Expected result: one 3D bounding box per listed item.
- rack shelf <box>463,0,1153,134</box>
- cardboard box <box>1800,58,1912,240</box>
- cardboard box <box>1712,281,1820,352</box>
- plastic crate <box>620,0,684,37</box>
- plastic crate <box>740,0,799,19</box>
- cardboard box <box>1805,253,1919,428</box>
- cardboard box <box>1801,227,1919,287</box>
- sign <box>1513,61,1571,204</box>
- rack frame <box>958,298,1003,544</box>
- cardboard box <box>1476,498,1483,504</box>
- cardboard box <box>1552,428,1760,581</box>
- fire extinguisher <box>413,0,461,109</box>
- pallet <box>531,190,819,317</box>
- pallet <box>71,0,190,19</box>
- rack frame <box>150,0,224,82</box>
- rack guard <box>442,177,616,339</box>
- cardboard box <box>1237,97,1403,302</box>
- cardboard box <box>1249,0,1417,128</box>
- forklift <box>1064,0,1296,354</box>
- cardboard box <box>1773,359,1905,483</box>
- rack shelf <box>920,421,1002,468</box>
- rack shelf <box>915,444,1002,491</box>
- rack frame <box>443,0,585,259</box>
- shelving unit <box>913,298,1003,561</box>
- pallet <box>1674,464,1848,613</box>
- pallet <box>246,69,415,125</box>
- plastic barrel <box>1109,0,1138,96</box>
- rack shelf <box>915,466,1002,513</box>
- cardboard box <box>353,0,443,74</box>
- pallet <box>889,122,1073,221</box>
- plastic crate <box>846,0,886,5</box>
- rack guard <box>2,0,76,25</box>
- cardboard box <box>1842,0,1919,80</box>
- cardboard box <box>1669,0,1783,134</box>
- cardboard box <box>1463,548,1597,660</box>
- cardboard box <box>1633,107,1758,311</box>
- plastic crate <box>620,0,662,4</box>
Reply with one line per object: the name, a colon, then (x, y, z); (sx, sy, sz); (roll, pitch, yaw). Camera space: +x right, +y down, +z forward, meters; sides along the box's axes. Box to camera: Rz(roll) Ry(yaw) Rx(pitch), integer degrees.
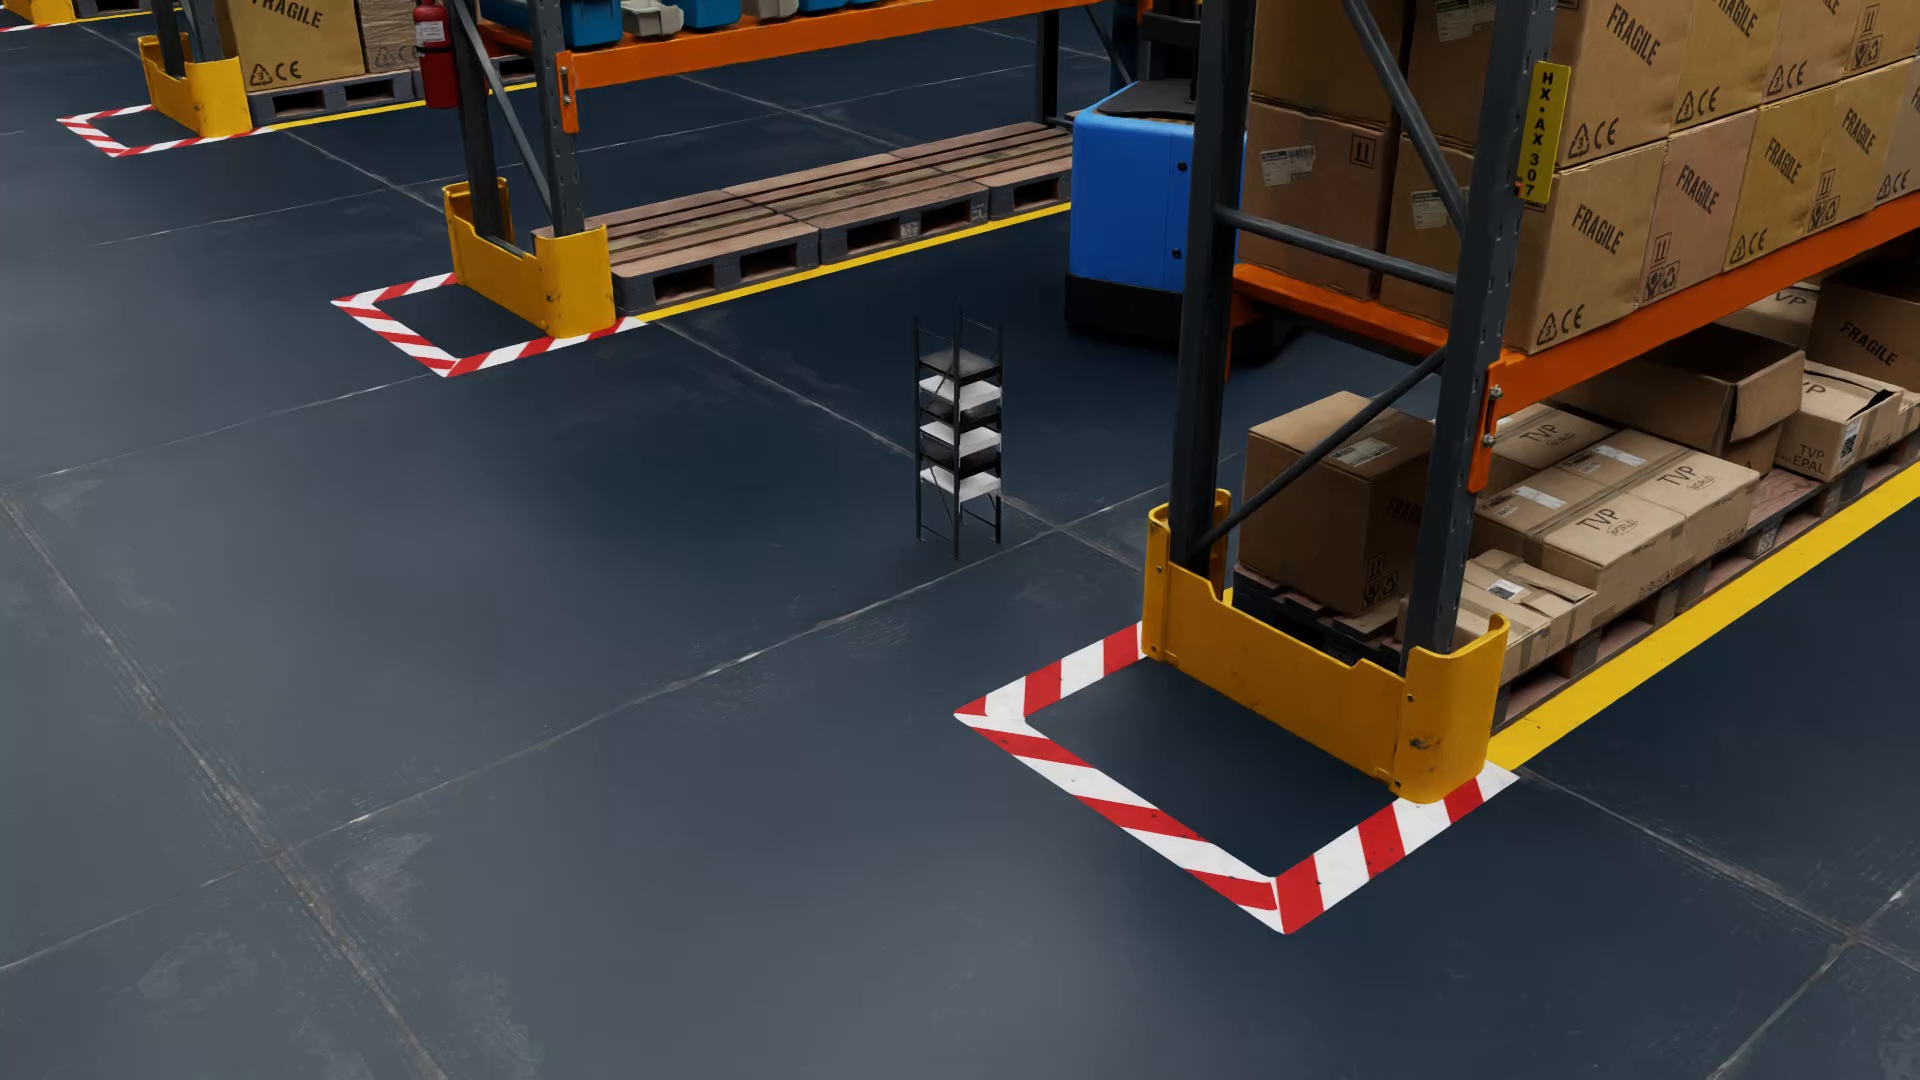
rack shelf: (-0.659, -2.855, 9.173); (4.000, 0.370, 1.077); (-22, 35, -35)
cardboard box: (2.694, -1.333, 5.456); (0.500, 0.500, 0.500); (-21, 35, -34)
cardboard box: (3.614, -0.964, 7.258); (0.500, 0.311, 0.500); (-22, 35, -35)
plastic crate: (-1.482, -2.497, 7.955); (0.298, 0.136, 0.250); (-22, 35, -35)
plastic crate: (-0.966, -2.704, 8.344); (0.298, 0.136, 0.250); (-22, 35, -35)
cardboard box: (3.825, -0.823, 6.792); (0.500, 0.500, 0.500); (-22, 35, -35)
cardboard box: (4.264, -1.352, 7.783); (0.500, 0.500, 0.500); (-22, 35, -35)
sign: (1.383, -0.971, 3.965); (0.005, 0.325, 0.100); (-22, 35, -35)
rack frame: (0.071, -0.426, 6.091); (0.006, 0.900, 0.240); (-22, 35, -35)
cardboard box: (1.651, -0.074, 5.745); (0.250, 0.166, 0.380); (-22, 35, -35)
cardboard box: (2.390, -0.135, 5.771); (0.500, 0.250, 0.500); (-22, 35, -35)
fire extinguisher: (-2.591, -2.479, 8.184); (0.183, 0.674, 0.296); (-22, 35, -35)
pallet: (-1.528, -1.569, 8.962); (1.213, 0.211, 1.003); (-22, 35, -35)
pallet: (-7.839, -5.175, 15.710); (1.213, 0.211, 1.003); (-22, 35, -35)
rack frame: (-5.396, -4.337, 11.182); (0.127, 3.000, 1.000); (-22, 35, -35)
rack guard: (-2.191, -1.446, 8.426); (0.348, 0.500, 1.175); (-22, 35, -35)
cardboard box: (1.195, -1.062, 4.949); (0.500, 0.500, 0.500); (-21, 34, -33)
cardboard box: (1.191, -1.503, 4.713); (0.500, 0.500, 0.500); (-22, 35, -35)
forklift: (1.618, -2.823, 8.422); (1.130, 2.935, 3.031); (13, 31, 23)
cardboard box: (3.254, -0.510, 6.407); (0.500, 0.311, 0.500); (-22, 35, -35)
rack shelf: (-0.006, -0.365, 6.049); (0.200, 0.077, 0.258); (-22, 35, -35)
rack shelf: (-0.006, -0.286, 6.091); (0.200, 0.077, 0.258); (-22, 35, -35)
rack frame: (-2.181, -2.561, 7.859); (0.127, 3.000, 1.000); (-22, 35, -35)
shelving unit: (-0.006, -0.394, 6.033); (0.210, 0.900, 0.258); (-22, 35, -35)
pallet: (2.622, -0.192, 6.386); (1.213, 0.211, 1.003); (-22, 35, -35)
pallet: (-4.838, -3.379, 12.350); (1.213, 0.211, 1.003); (-22, 35, -35)
plastic barrel: (1.287, -3.204, 10.844); (0.708, 0.901, 0.600); (-22, 35, -35)
rack shelf: (-0.006, -0.206, 6.134); (0.200, 0.077, 0.258); (-22, 35, -35)
cardboard box: (-4.268, -4.087, 12.525); (0.875, 0.875, 0.875); (-22, 35, -35)
pallet: (0.328, -2.316, 10.359); (1.213, 0.211, 1.003); (-22, 35, -35)
plastic crate: (-0.550, -2.965, 8.730); (0.300, 0.233, 0.416); (-22, 35, -35)
rack guard: (-8.480, -5.067, 15.200); (0.348, 0.500, 1.175); (-22, 35, -35)
cardboard box: (2.702, -1.779, 5.230); (0.500, 0.500, 0.500); (-22, 35, -35)
cardboard box: (1.933, -1.472, 4.656); (0.500, 0.500, 0.500); (-21, 35, -34)
cardboard box: (1.763, 0.191, 5.250); (0.250, 0.166, 0.380); (-22, 35, -35)
cardboard box: (1.929, -1.028, 4.886); (0.500, 0.500, 0.500); (-22, 35, -35)
plastic crate: (-1.678, -2.785, 8.495); (0.243, 0.136, 0.396); (-22, 35, -35)
